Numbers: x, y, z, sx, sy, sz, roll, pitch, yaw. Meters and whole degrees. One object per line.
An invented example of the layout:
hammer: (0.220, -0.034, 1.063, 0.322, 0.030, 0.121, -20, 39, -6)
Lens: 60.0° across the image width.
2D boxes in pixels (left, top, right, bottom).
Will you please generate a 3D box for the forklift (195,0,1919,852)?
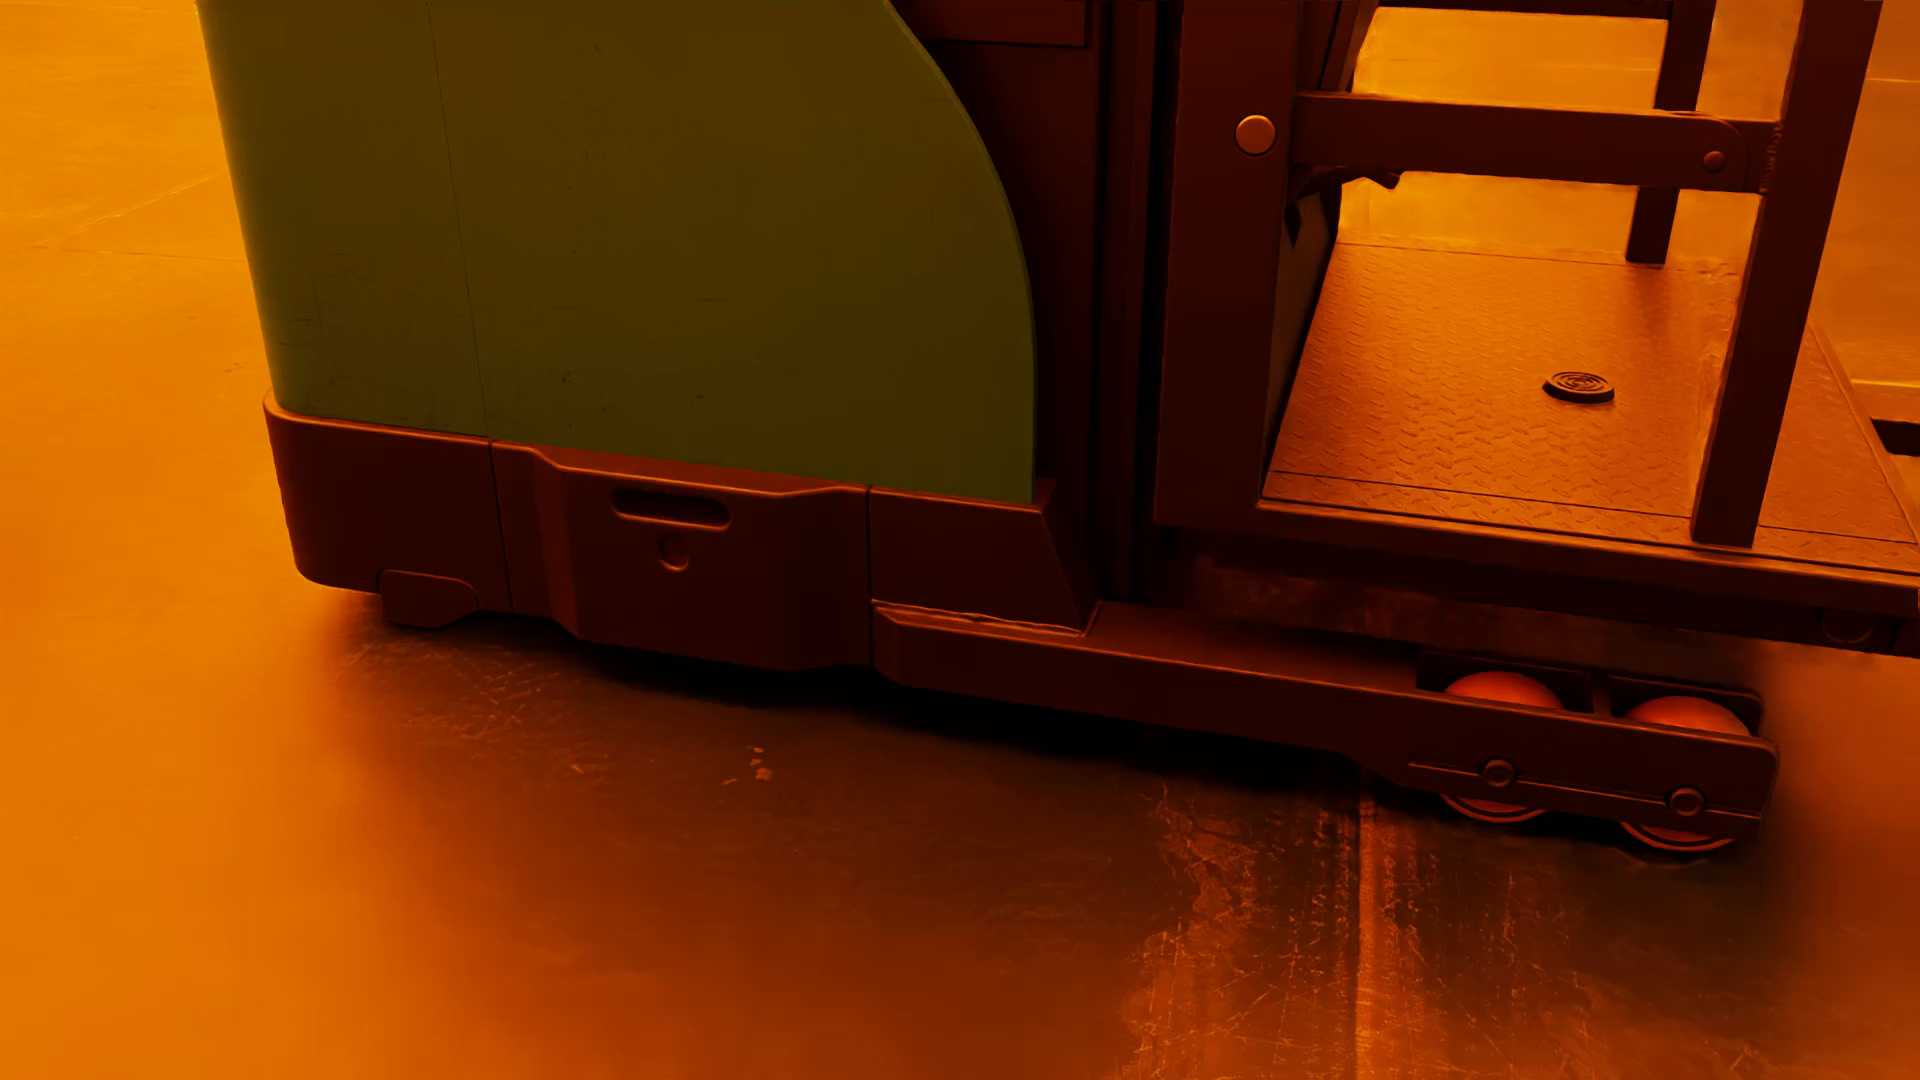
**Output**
forklift: (0.658, -1.234, 1.692, 3.031, 2.935, 1.130, 7, 28, 14)
